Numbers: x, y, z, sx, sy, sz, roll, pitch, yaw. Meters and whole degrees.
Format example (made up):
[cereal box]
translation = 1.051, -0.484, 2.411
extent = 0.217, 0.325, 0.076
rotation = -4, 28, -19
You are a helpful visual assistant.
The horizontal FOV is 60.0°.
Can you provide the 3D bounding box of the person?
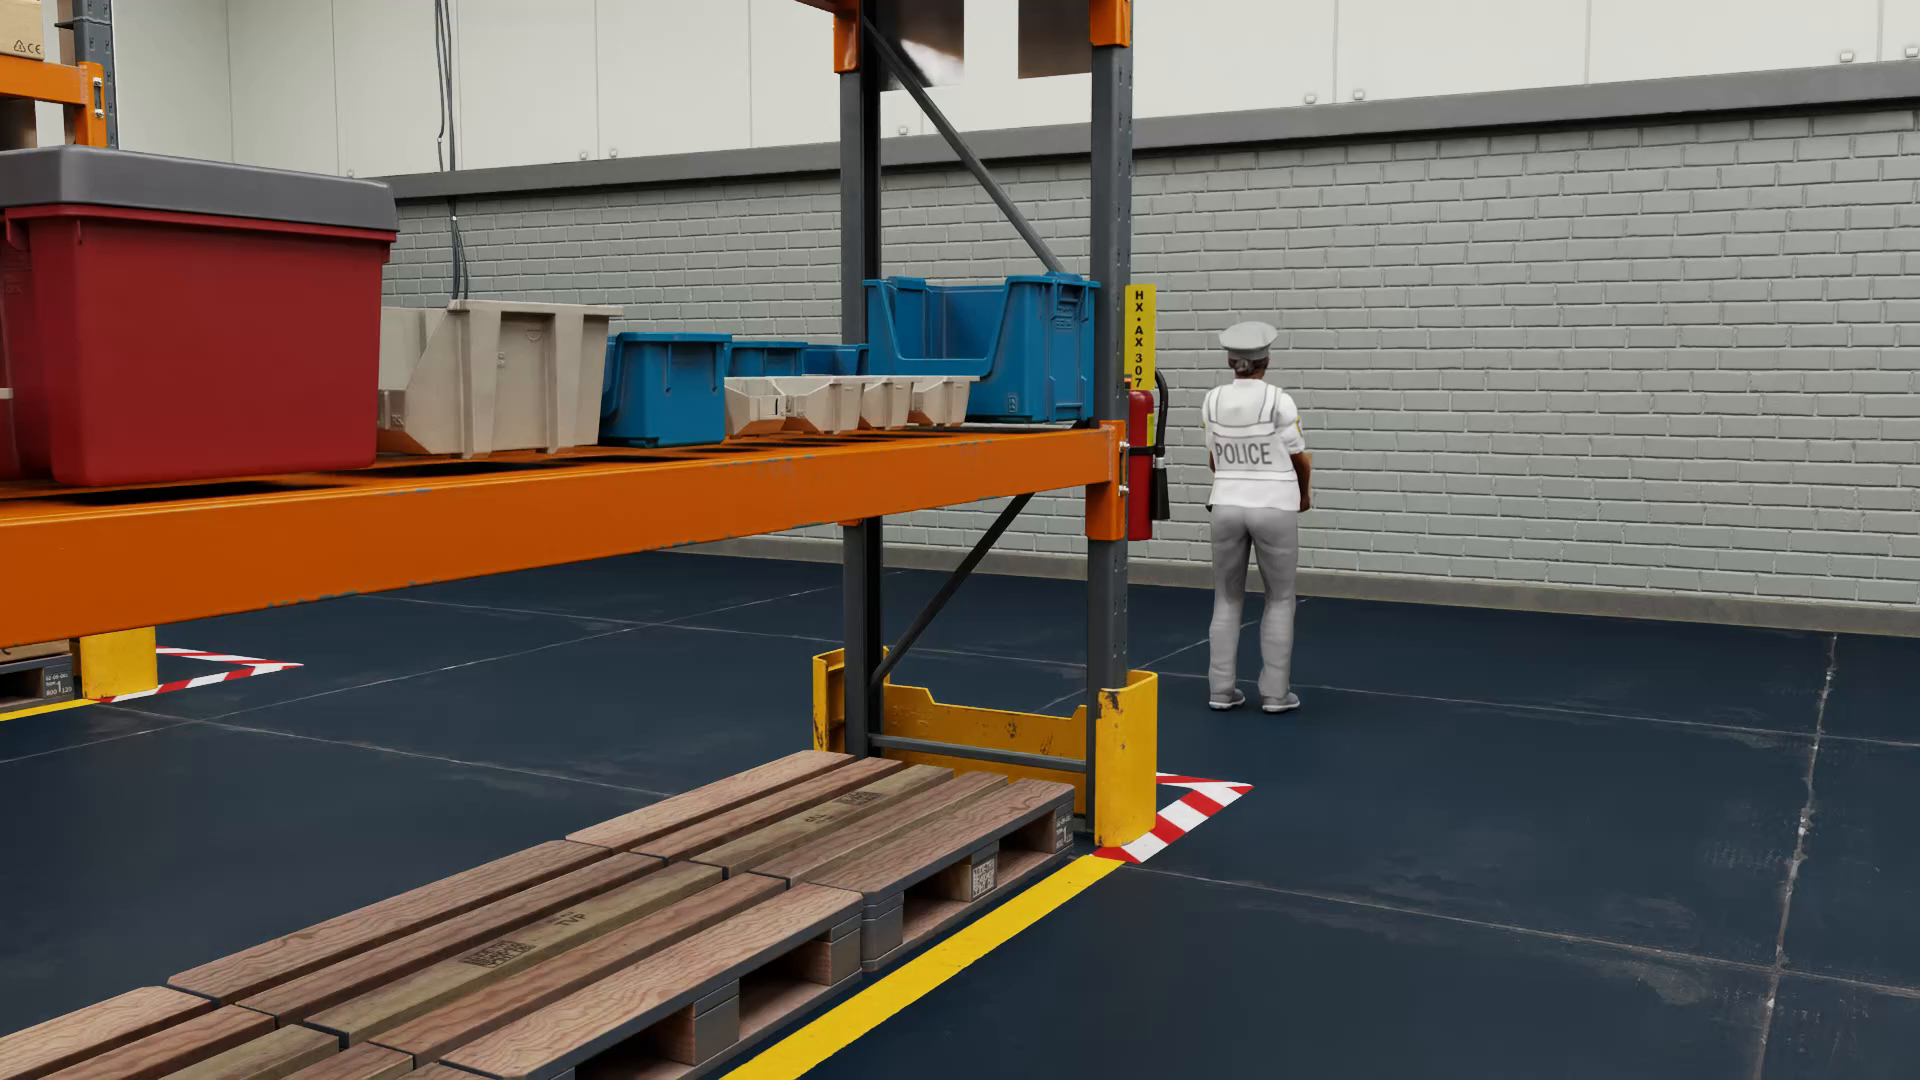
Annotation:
[person]
translation = 1.307, -0.103, 7.233
extent = 0.451, 1.689, 0.527
rotation = 3, 7, 29
